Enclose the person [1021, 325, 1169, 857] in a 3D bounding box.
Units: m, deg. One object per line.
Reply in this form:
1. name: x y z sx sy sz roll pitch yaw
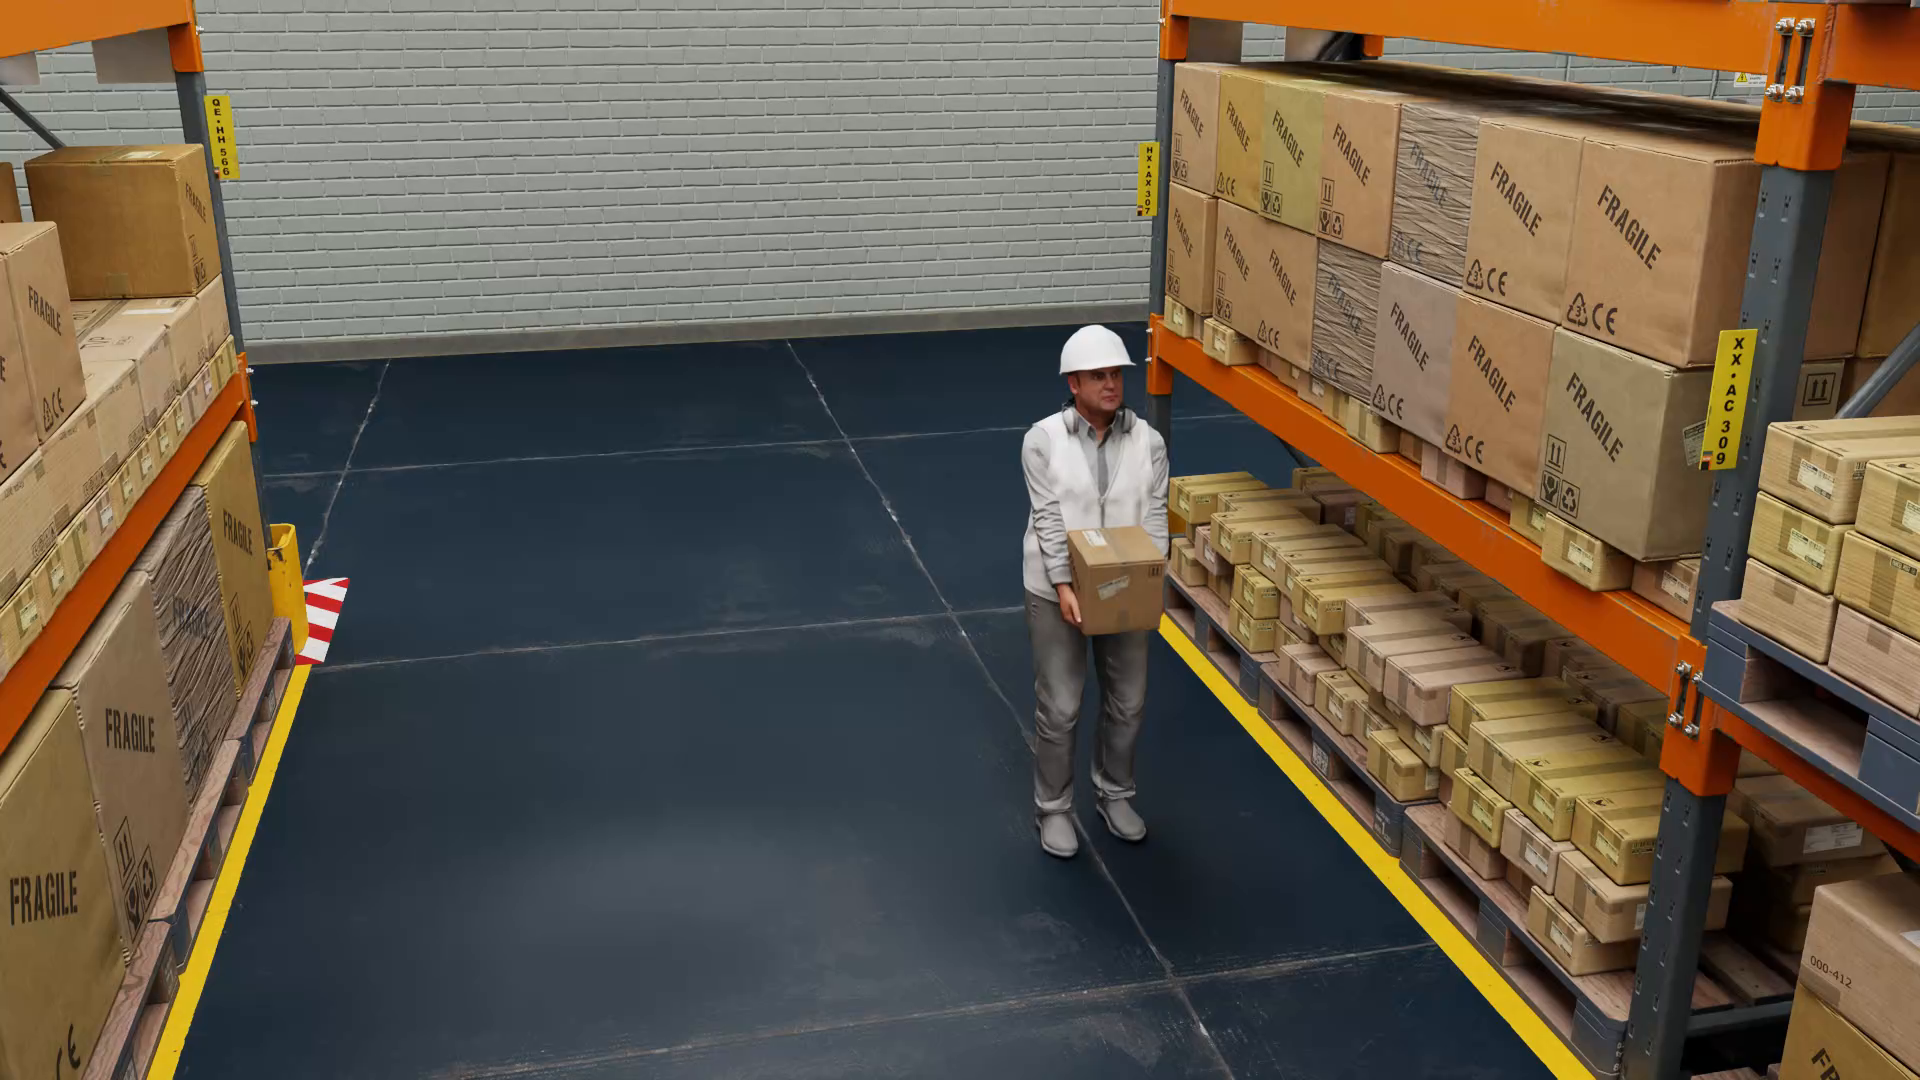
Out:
1. person: 0.466 0.194 5.494 0.494 1.762 0.551 -4 20 -11
